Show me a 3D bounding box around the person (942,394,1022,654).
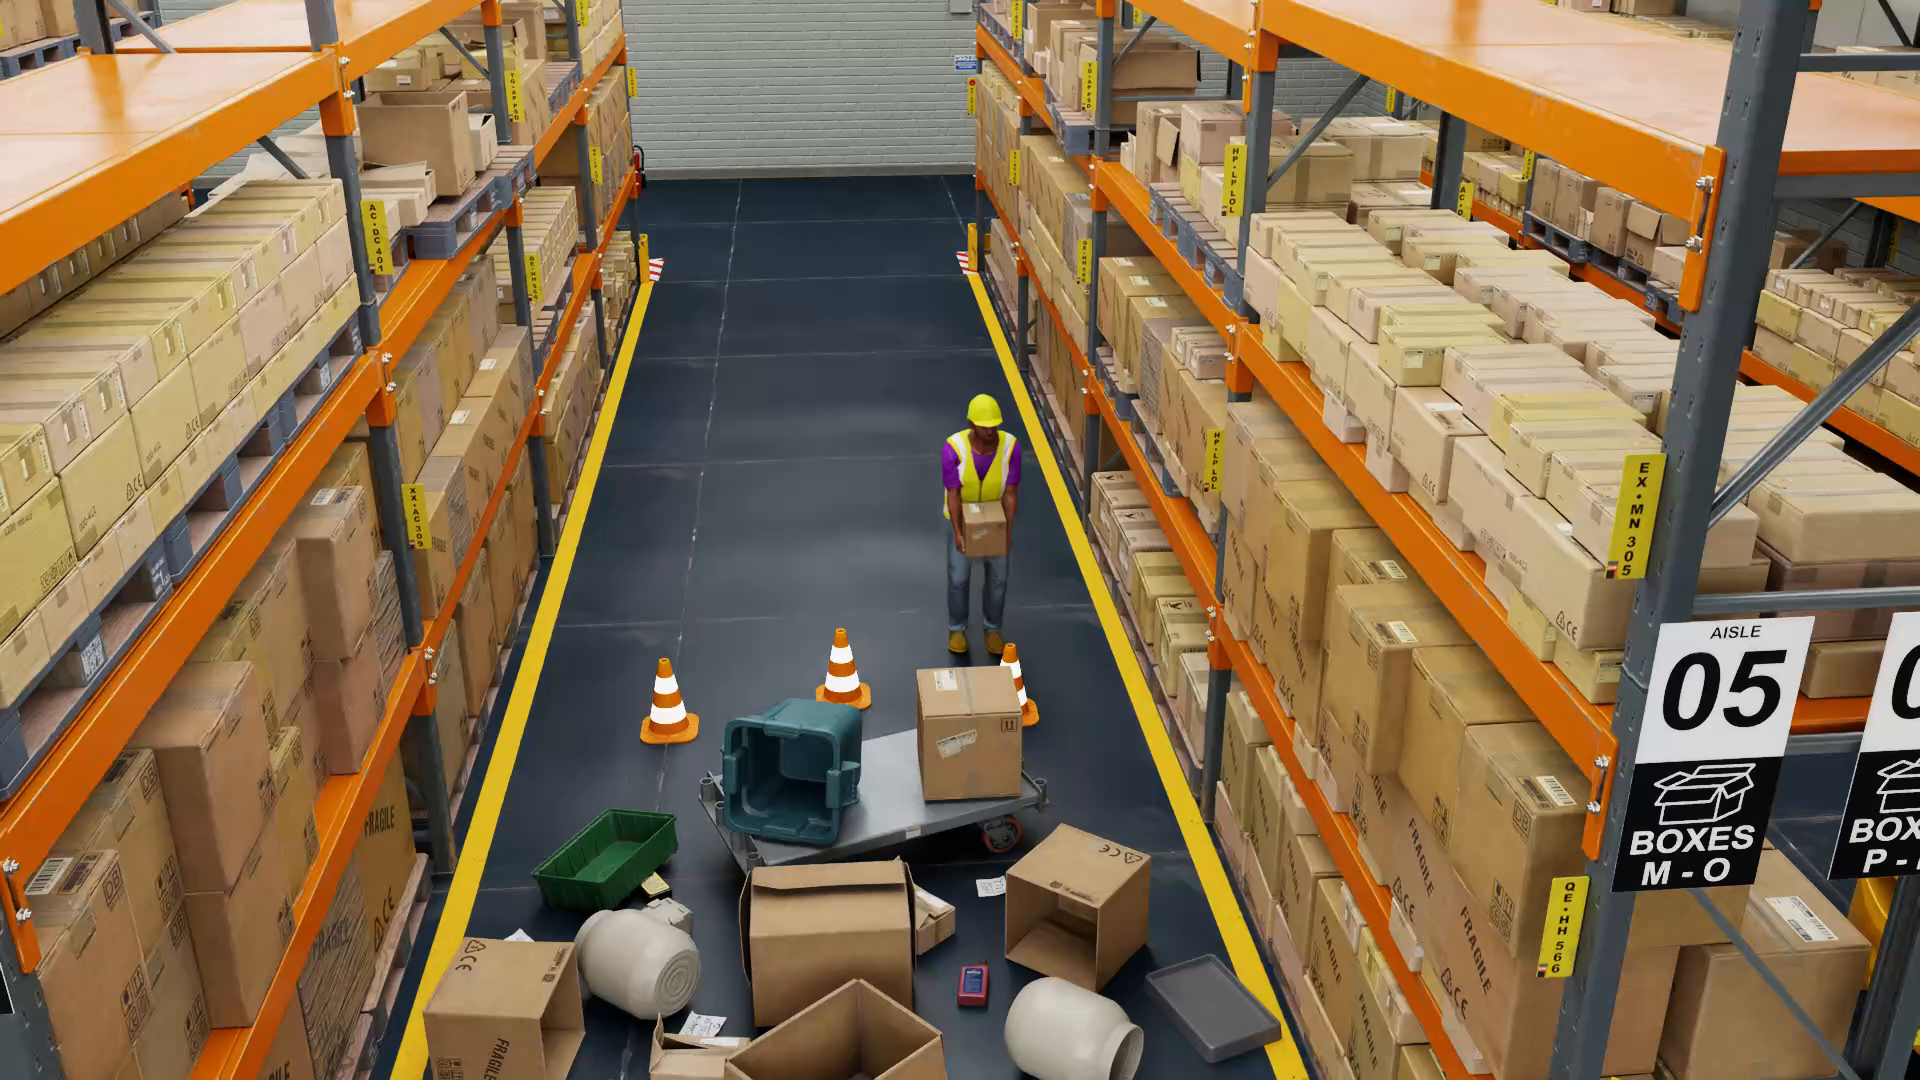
[{"bbox_3d":[0.141,-0.090,10.529,0.503,1.743,0.591,-3,24,-6],"label":"person"}]
